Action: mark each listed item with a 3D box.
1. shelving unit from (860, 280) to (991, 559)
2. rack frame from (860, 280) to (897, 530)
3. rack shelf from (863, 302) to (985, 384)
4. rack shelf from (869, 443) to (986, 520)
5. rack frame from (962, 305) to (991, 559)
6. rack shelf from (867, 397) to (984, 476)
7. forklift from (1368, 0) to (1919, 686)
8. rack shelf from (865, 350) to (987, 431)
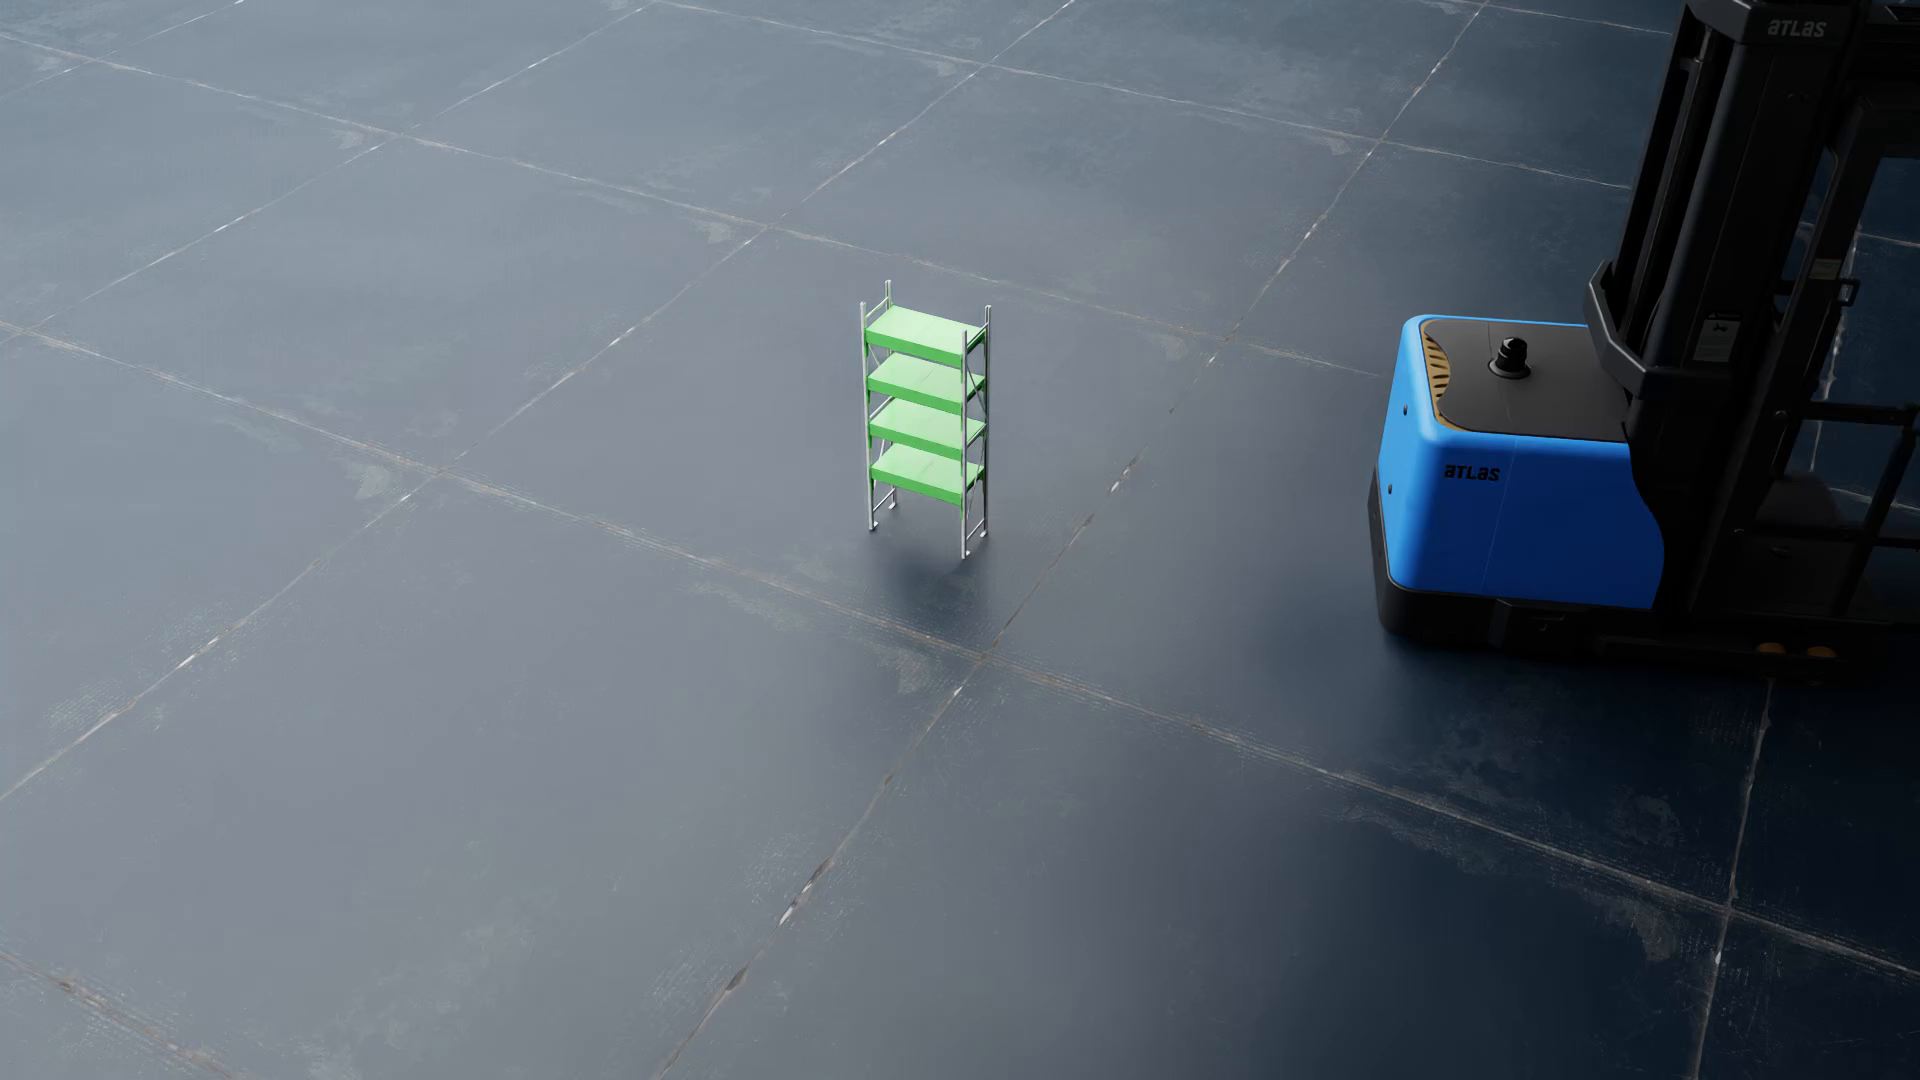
[{"bbox_3d":[-0.147,-0.524,7.448,0.503,1.200,0.258,17,41,21],"label":"shelving unit"},{"bbox_3d":[-0.364,-0.592,7.537,0.015,1.200,0.240,17,41,21],"label":"rack frame"},{"bbox_3d":[-0.147,-0.855,7.196,0.480,0.148,0.258,17,41,21],"label":"rack shelf"},{"bbox_3d":[-0.147,-0.282,7.632,0.480,0.148,0.258,17,41,21],"label":"rack shelf"},{"bbox_3d":[0.070,-0.456,7.358,0.015,1.200,0.240,17,41,21],"label":"rack frame"},{"bbox_3d":[-0.147,-0.473,7.487,0.480,0.148,0.258,17,41,21],"label":"rack shelf"},{"bbox_3d":[3.369,-0.902,6.515,3.031,2.935,1.130,5,37,6],"label":"forklift"},{"bbox_3d":[-0.147,-0.664,7.341,0.480,0.148,0.258,17,41,21],"label":"rack shelf"}]
